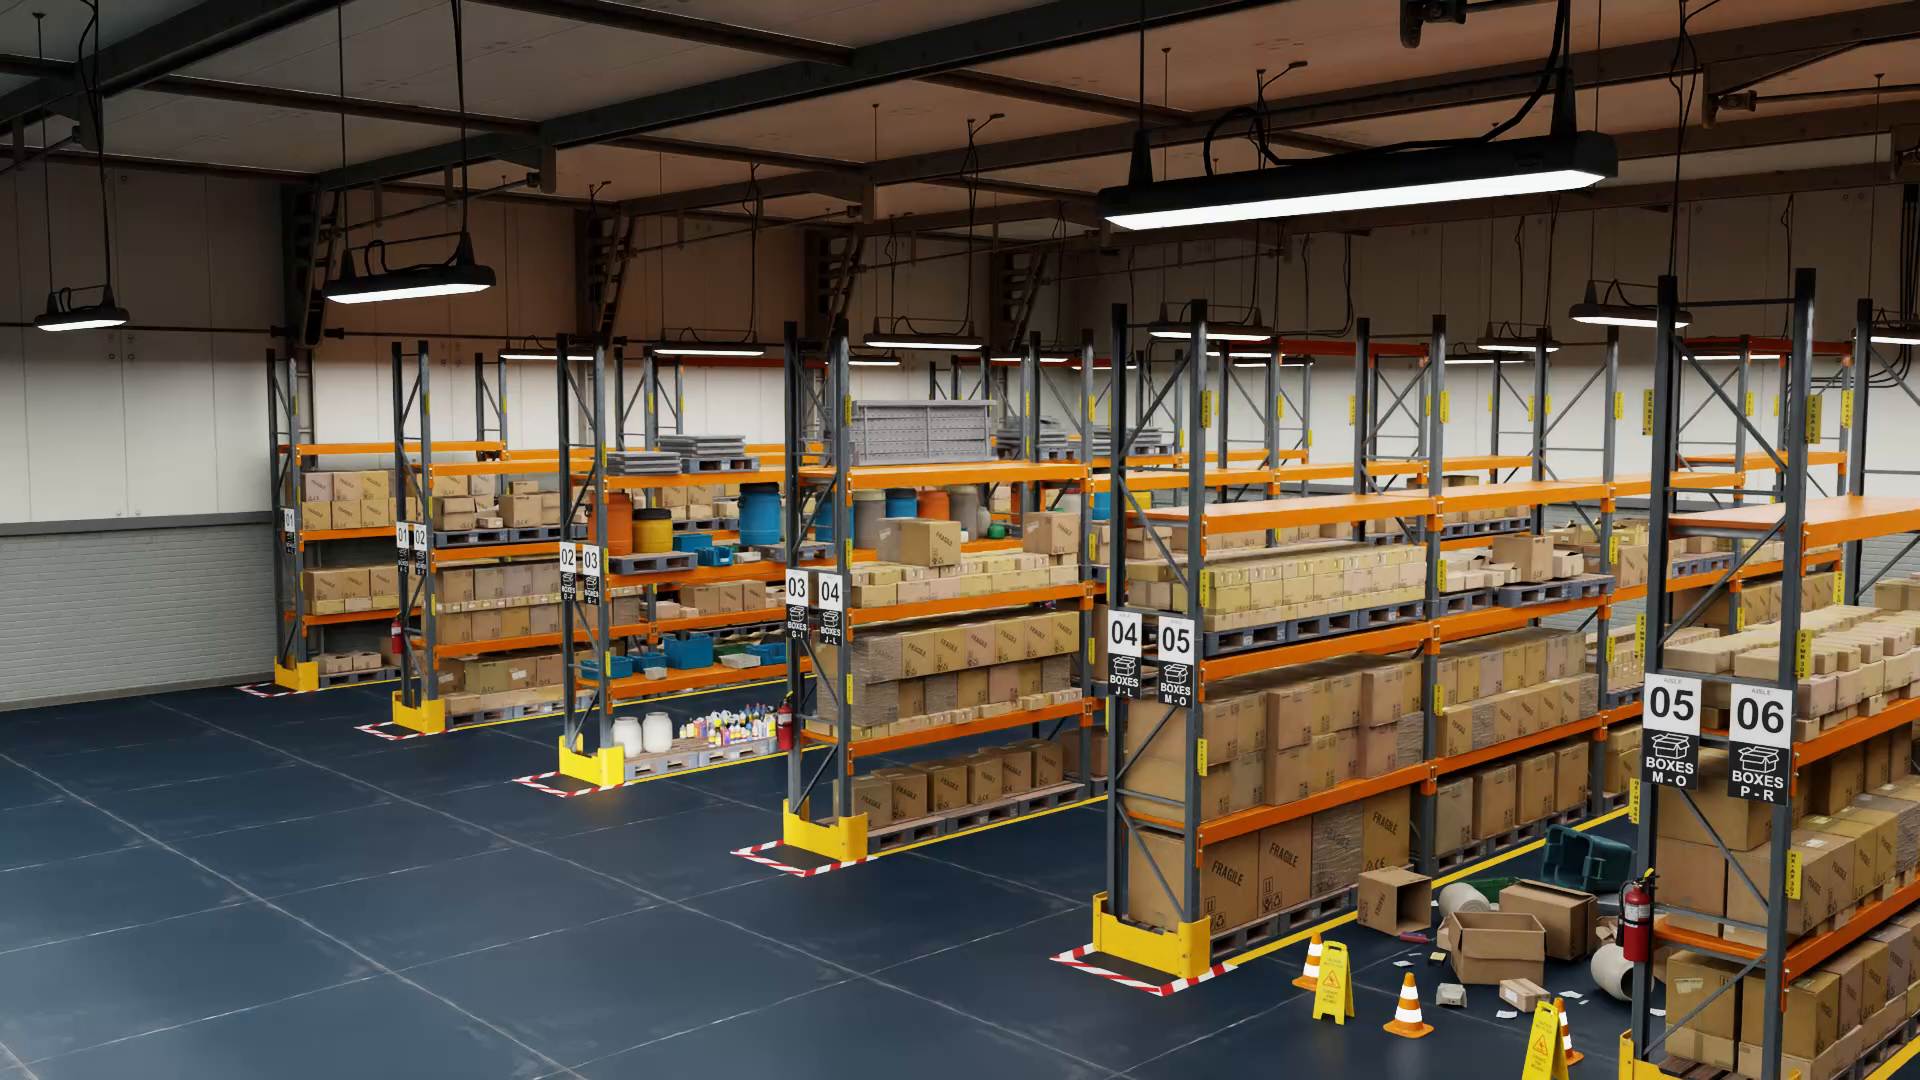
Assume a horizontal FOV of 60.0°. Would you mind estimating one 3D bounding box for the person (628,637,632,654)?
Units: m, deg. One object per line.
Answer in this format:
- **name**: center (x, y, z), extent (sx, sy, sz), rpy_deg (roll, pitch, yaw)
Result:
- **person**: center (-6.607, 1.542, 31.739), extent (0.558, 1.712, 0.938), rpy_deg (2, 5, 20)
